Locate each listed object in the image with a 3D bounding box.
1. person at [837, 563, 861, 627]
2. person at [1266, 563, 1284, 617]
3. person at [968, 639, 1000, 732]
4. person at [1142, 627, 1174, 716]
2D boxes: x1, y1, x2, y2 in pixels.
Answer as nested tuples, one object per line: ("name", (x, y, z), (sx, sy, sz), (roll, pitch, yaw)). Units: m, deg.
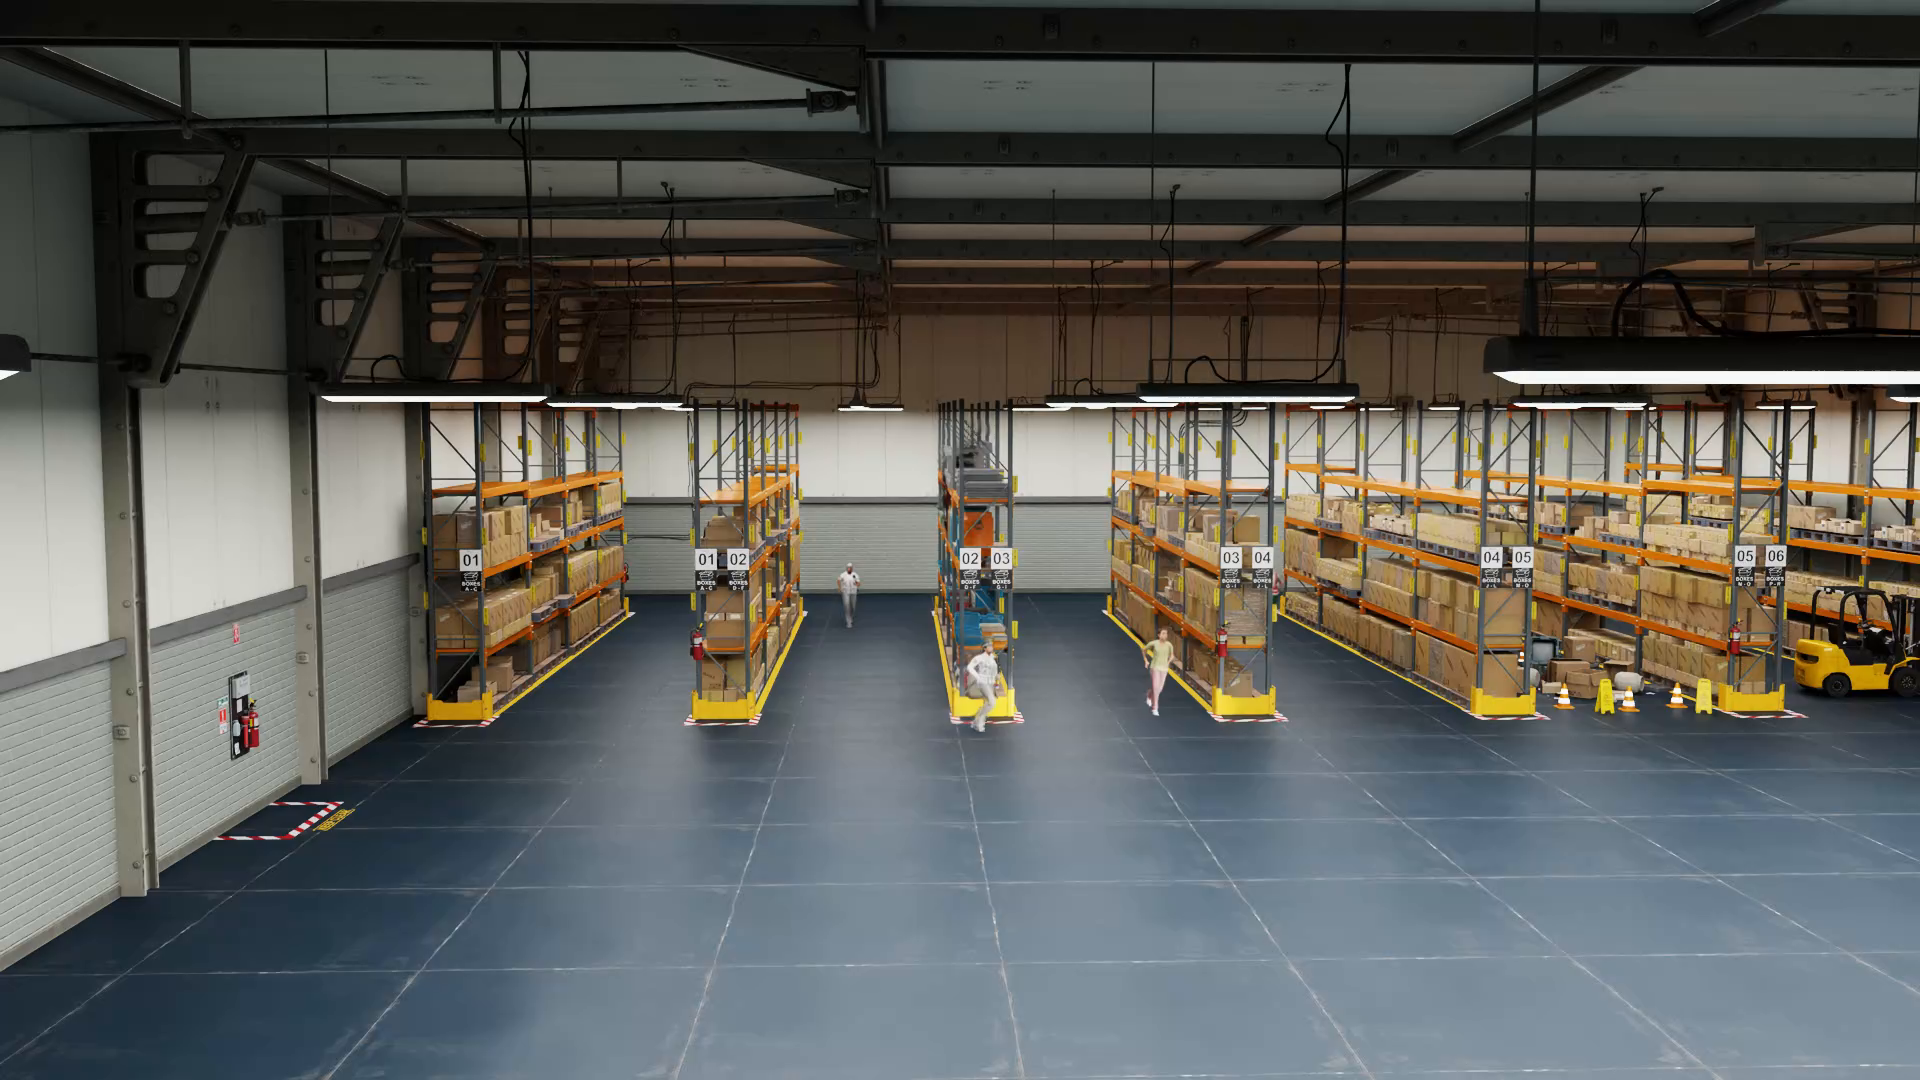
("person", (-2.980, 1.466, 44.913), (0.598, 1.679, 0.918), (-1, 5, -16))
("person", (8.259, 1.487, 44.067), (0.623, 1.838, 0.845), (0, 4, 1))
("person", (0.487, 2.611, 29.972), (0.553, 1.677, 0.651), (3, 5, 38))
("person", (3.815, 2.499, 31.936), (0.615, 1.664, 0.803), (-1, 4, -12))
